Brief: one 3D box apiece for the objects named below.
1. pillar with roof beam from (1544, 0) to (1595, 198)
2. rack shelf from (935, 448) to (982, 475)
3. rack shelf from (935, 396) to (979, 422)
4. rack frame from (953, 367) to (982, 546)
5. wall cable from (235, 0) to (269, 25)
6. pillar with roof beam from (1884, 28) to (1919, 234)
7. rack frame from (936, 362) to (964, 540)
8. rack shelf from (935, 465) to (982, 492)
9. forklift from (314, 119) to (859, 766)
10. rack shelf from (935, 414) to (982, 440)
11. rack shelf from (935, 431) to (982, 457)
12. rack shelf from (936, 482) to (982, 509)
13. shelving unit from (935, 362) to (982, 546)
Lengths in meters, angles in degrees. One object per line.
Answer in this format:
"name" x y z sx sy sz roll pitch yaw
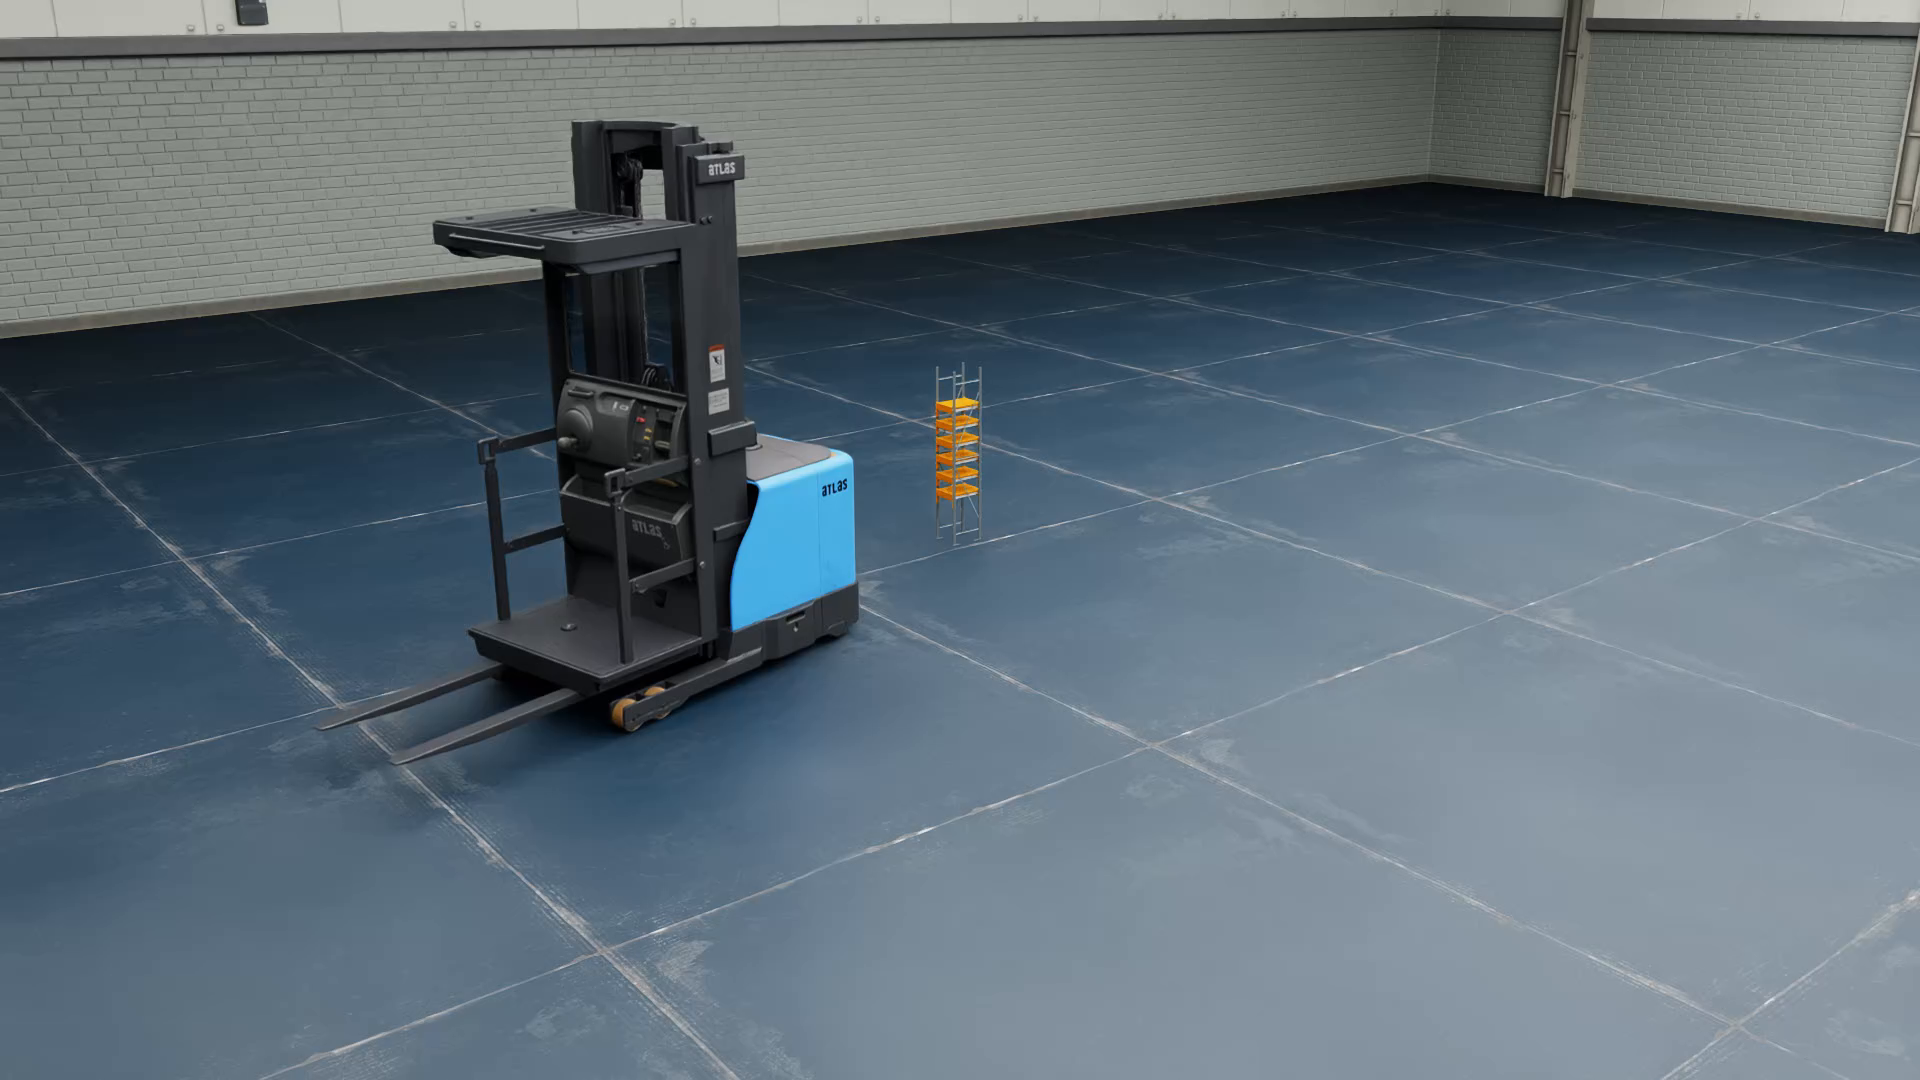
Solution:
"pillar with roof beam" 7.517 -9.693 26.320 9.100 9.000 0.400 -14 23 -36
"rack shelf" -0.009 -0.531 11.199 0.258 0.103 0.180 -14 23 -36
"rack shelf" -0.009 -0.873 11.085 0.258 0.103 0.180 -14 23 -36
"rack frame" 0.048 -0.551 11.117 0.240 1.200 0.006 -14 23 -36
"wall cable" -7.142 -8.833 18.312 2.305 6.003 0.169 -14 23 -36
"pillar with roof beam" 11.242 -8.215 21.855 9.100 9.000 0.400 -14 23 -36
"rack frame" -0.066 -0.596 11.253 0.240 1.200 0.006 -14 23 -36
"rack shelf" -0.009 -0.417 11.236 0.258 0.103 0.180 -14 23 -36
"forklift" -1.897 -0.595 8.498 1.130 2.935 3.031 14 23 36
"rack shelf" -0.009 -0.759 11.123 0.258 0.103 0.180 -14 23 -36
"rack shelf" -0.009 -0.645 11.161 0.258 0.103 0.180 -14 23 -36
"rack shelf" -0.009 -0.303 11.274 0.258 0.103 0.180 -14 23 -36
"shelving unit" -0.009 -0.573 11.185 0.258 1.200 0.189 -14 23 -36
